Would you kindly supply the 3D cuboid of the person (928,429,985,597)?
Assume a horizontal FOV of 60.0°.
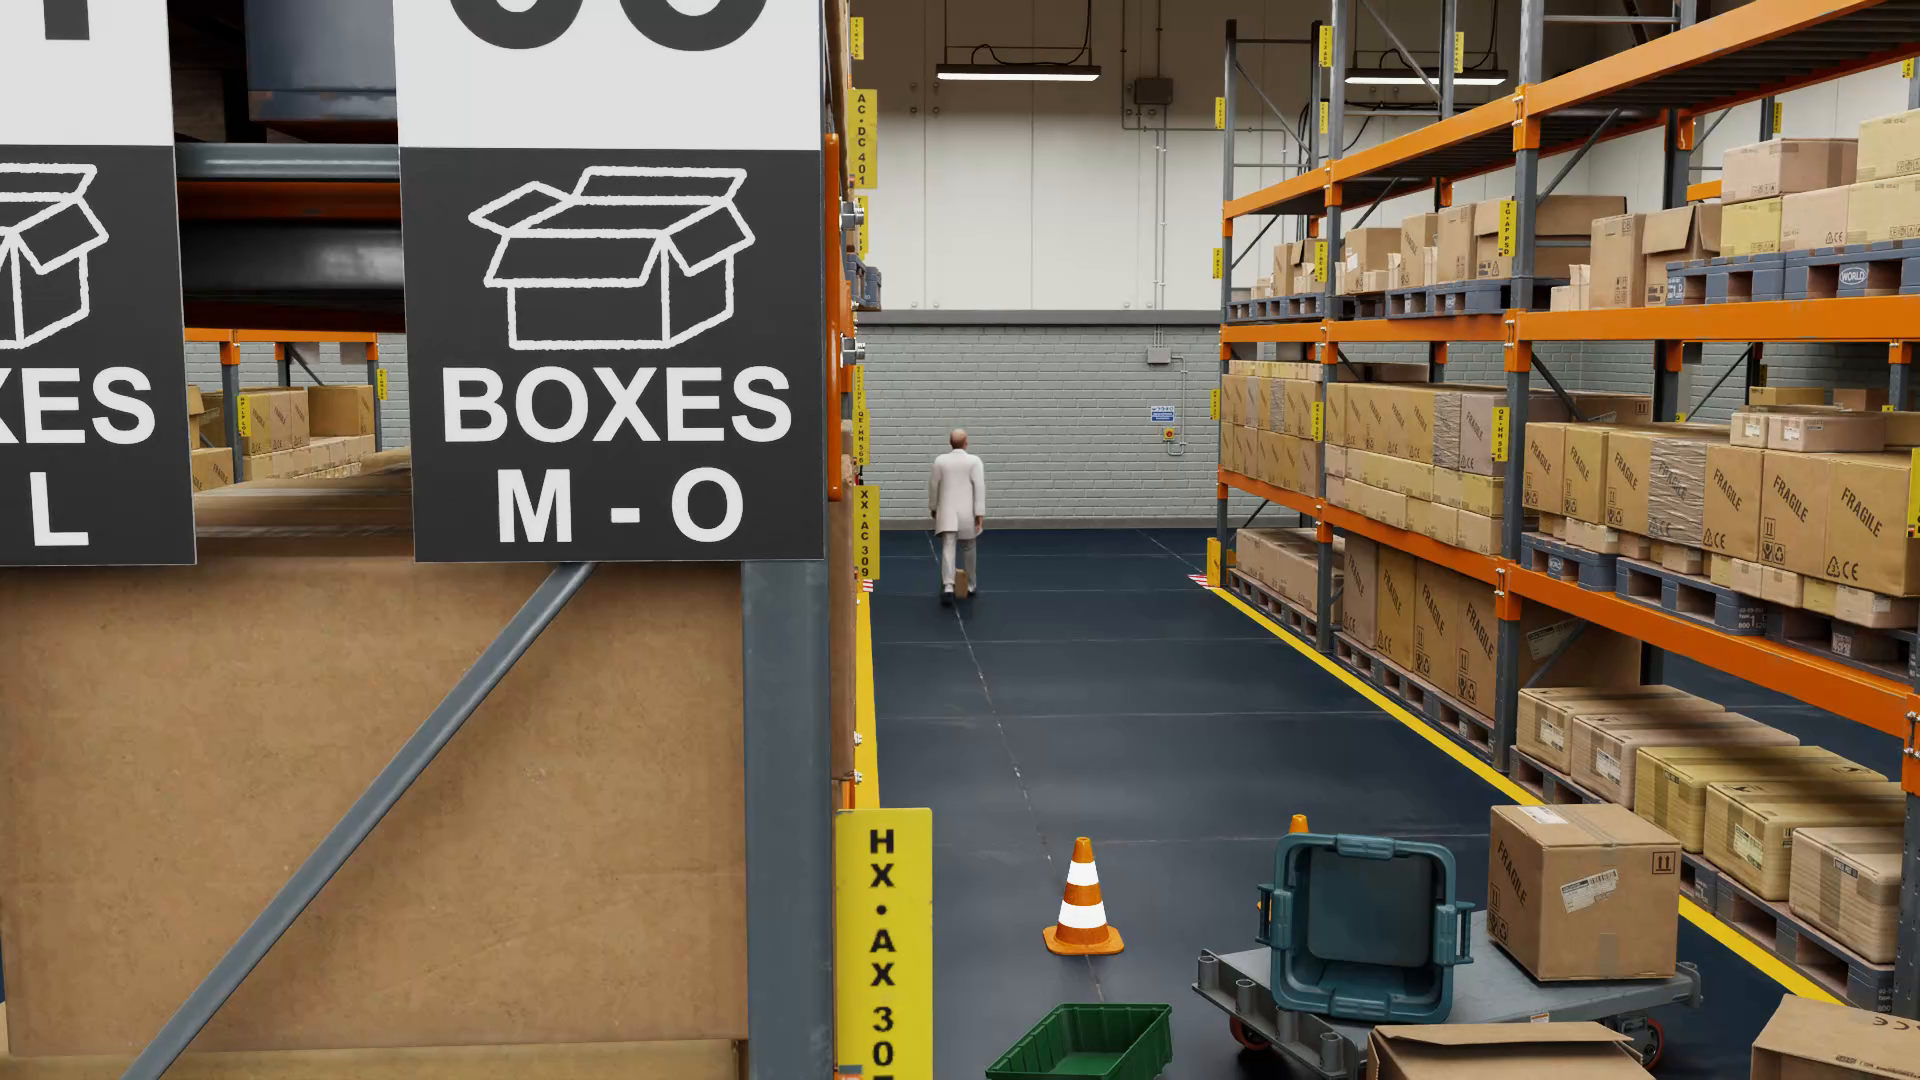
[{"bbox_3d":[-0.034,-0.287,17.196,0.602,1.726,1.151,0,7,2],"label":"person"}]
